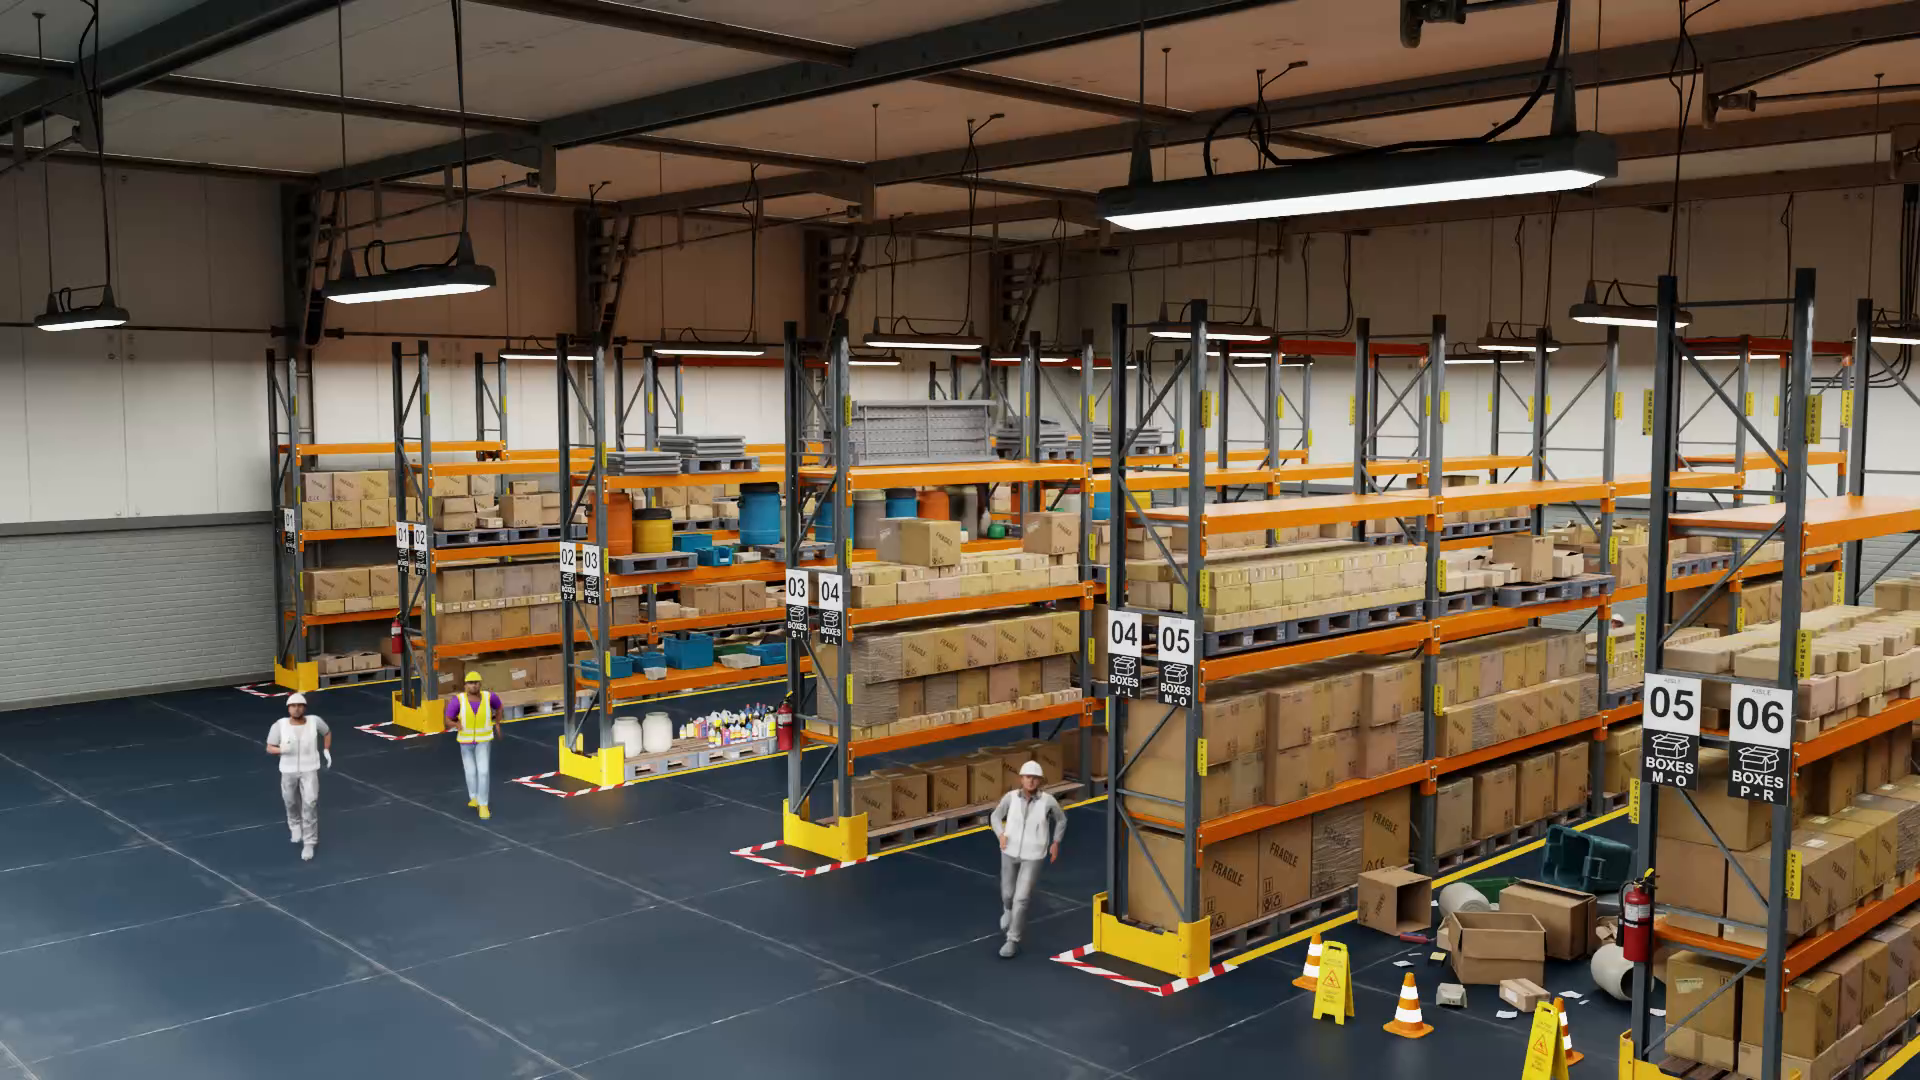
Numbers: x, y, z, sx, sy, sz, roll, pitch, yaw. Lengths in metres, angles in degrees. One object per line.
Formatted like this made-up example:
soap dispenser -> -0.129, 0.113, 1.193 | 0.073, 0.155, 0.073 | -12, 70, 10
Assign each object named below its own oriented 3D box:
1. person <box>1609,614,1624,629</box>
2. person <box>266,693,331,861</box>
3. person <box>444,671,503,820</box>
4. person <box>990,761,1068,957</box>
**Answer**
person -> 10.159, 2.028, 25.778 | 0.992, 1.776, 0.671 | -5, 7, -45
person -> -7.464, 2.624, 18.792 | 0.674, 1.800, 0.938 | -2, 5, -18
person -> -5.998, 2.518, 20.517 | 0.680, 1.822, 0.770 | -1, 5, -12
person -> 0.634, 2.909, 15.592 | 0.724, 1.691, 0.872 | 1, 5, 9
